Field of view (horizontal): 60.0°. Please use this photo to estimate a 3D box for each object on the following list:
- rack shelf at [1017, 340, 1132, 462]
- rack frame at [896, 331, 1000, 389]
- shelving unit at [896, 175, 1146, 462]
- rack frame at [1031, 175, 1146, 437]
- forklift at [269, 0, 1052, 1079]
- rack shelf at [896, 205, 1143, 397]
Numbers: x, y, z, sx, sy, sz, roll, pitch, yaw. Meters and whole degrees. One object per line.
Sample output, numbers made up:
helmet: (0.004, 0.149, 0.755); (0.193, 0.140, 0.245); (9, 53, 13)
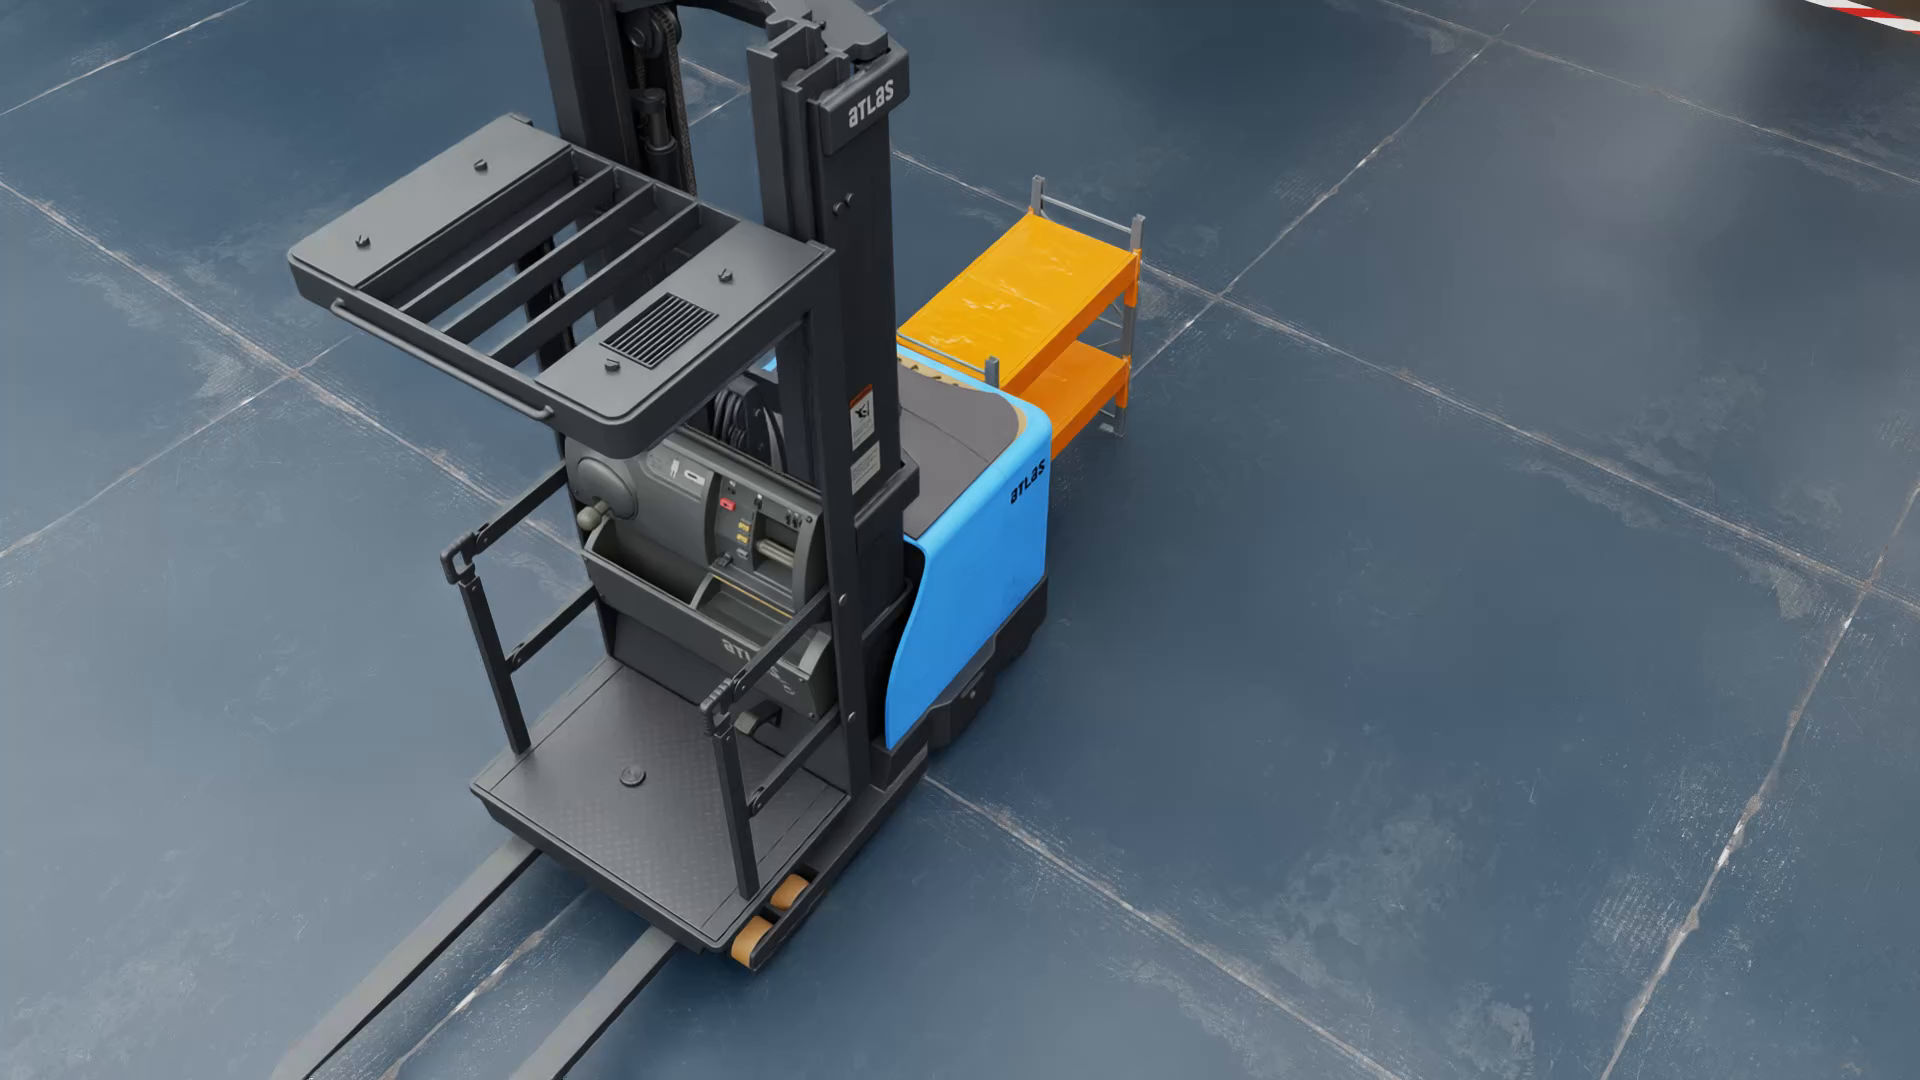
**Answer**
rack shelf: (0.212, -0.471, 6.760); (0.538, 0.278, 1.000); (26, 52, 23)
rack frame: (-0.075, -0.337, 6.294); (0.500, 1.125, 0.032); (26, 52, 23)
shelving unit: (0.212, -0.640, 6.583); (0.538, 1.125, 1.048); (26, 52, 23)
rack frame: (0.499, -0.943, 6.873); (0.500, 1.125, 0.032); (26, 52, 23)
forklift: (-0.915, -0.022, 4.744); (1.130, 2.935, 3.031); (26, 52, 23)
rack shelf: (0.212, -0.842, 6.372); (0.538, 0.278, 1.000); (26, 52, 23)
